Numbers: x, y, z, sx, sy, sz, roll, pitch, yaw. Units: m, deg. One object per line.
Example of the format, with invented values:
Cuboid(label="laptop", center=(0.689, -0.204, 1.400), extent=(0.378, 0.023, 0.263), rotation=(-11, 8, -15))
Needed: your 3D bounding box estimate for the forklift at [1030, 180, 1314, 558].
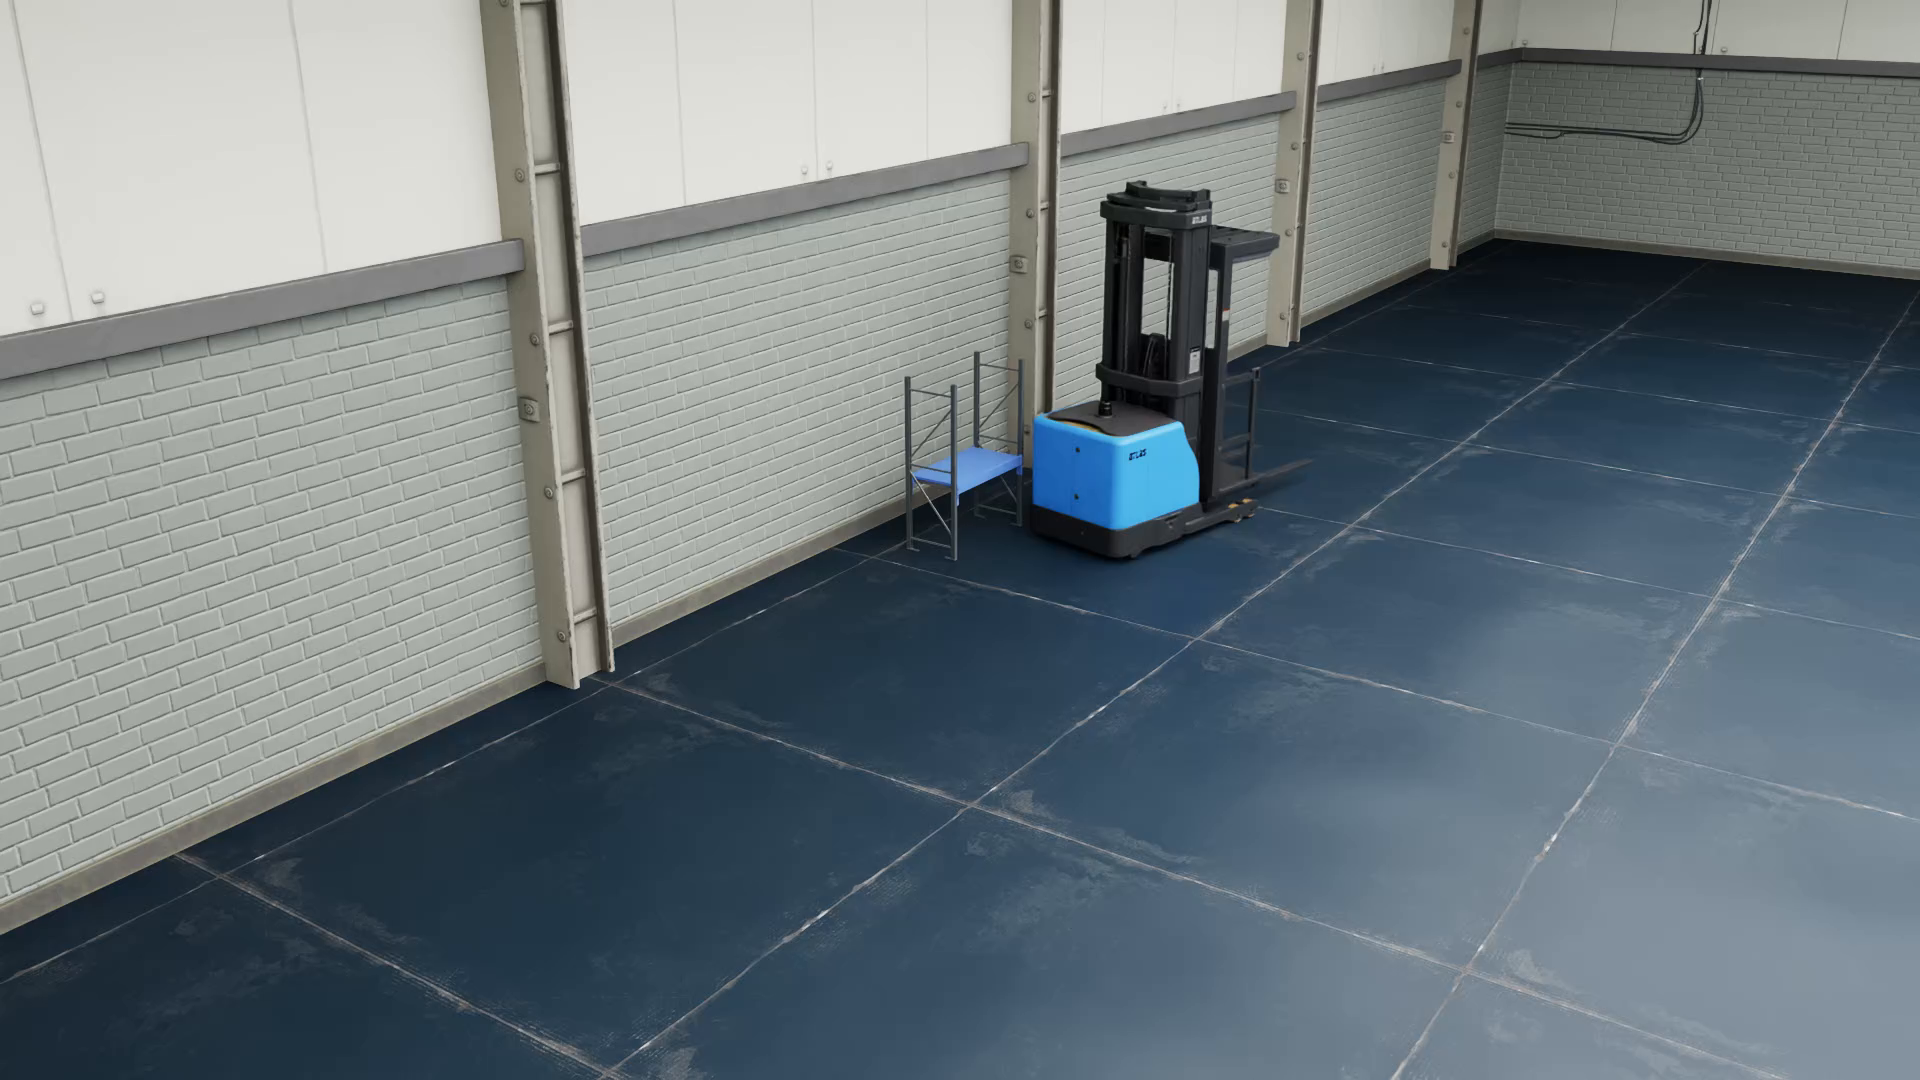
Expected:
Cuboid(label="forklift", center=(2.016, -1.642, 14.480), extent=(3.031, 2.935, 1.130), rotation=(-18, 27, -40))

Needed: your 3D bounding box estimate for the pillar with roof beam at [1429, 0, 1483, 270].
Cuboid(label="pillar with roof beam", center=(11.001, -7.600, 21.841), extent=(9.100, 9.000, 0.400), rotation=(13, 24, 32))

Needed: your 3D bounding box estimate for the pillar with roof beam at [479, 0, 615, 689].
Cuboid(label="pillar with roof beam", center=(0.882, -2.436, 7.878), extent=(9.100, 9.000, 0.400), rotation=(13, 24, 32))

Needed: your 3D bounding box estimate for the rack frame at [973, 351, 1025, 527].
Cuboid(label="rack frame", center=(0.334, -0.874, 14.465), extent=(0.500, 1.500, 0.032), rotation=(13, 24, 32))

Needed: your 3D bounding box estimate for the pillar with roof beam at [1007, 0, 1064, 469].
Cuboid(label="pillar with roof beam", center=(4.255, -4.157, 12.532), extent=(9.100, 9.000, 0.400), rotation=(13, 24, 32))

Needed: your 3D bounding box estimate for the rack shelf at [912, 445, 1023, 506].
Cuboid(label="rack shelf", center=(0.048, -0.559, 14.133), extent=(0.538, 0.185, 1.000), rotation=(13, 24, 32))

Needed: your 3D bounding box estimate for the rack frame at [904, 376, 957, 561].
Cuboid(label="rack frame", center=(-0.238, -0.582, 13.677), extent=(0.500, 1.500, 0.032), rotation=(13, 24, 32))

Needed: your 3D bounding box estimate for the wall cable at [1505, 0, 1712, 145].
Cuboid(label="wall cable", center=(10.190, -7.571, 26.237), extent=(3.097, 2.526, 0.112), rotation=(13, 24, 32))

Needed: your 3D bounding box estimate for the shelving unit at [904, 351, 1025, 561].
Cuboid(label="shelving unit", center=(0.048, -0.728, 14.071), extent=(0.538, 1.500, 1.048), rotation=(13, 24, 32))

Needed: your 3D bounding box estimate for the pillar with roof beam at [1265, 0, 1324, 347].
Cuboid(label="pillar with roof beam", center=(7.628, -5.879, 17.187), extent=(9.100, 9.000, 0.400), rotation=(13, 24, 32))
